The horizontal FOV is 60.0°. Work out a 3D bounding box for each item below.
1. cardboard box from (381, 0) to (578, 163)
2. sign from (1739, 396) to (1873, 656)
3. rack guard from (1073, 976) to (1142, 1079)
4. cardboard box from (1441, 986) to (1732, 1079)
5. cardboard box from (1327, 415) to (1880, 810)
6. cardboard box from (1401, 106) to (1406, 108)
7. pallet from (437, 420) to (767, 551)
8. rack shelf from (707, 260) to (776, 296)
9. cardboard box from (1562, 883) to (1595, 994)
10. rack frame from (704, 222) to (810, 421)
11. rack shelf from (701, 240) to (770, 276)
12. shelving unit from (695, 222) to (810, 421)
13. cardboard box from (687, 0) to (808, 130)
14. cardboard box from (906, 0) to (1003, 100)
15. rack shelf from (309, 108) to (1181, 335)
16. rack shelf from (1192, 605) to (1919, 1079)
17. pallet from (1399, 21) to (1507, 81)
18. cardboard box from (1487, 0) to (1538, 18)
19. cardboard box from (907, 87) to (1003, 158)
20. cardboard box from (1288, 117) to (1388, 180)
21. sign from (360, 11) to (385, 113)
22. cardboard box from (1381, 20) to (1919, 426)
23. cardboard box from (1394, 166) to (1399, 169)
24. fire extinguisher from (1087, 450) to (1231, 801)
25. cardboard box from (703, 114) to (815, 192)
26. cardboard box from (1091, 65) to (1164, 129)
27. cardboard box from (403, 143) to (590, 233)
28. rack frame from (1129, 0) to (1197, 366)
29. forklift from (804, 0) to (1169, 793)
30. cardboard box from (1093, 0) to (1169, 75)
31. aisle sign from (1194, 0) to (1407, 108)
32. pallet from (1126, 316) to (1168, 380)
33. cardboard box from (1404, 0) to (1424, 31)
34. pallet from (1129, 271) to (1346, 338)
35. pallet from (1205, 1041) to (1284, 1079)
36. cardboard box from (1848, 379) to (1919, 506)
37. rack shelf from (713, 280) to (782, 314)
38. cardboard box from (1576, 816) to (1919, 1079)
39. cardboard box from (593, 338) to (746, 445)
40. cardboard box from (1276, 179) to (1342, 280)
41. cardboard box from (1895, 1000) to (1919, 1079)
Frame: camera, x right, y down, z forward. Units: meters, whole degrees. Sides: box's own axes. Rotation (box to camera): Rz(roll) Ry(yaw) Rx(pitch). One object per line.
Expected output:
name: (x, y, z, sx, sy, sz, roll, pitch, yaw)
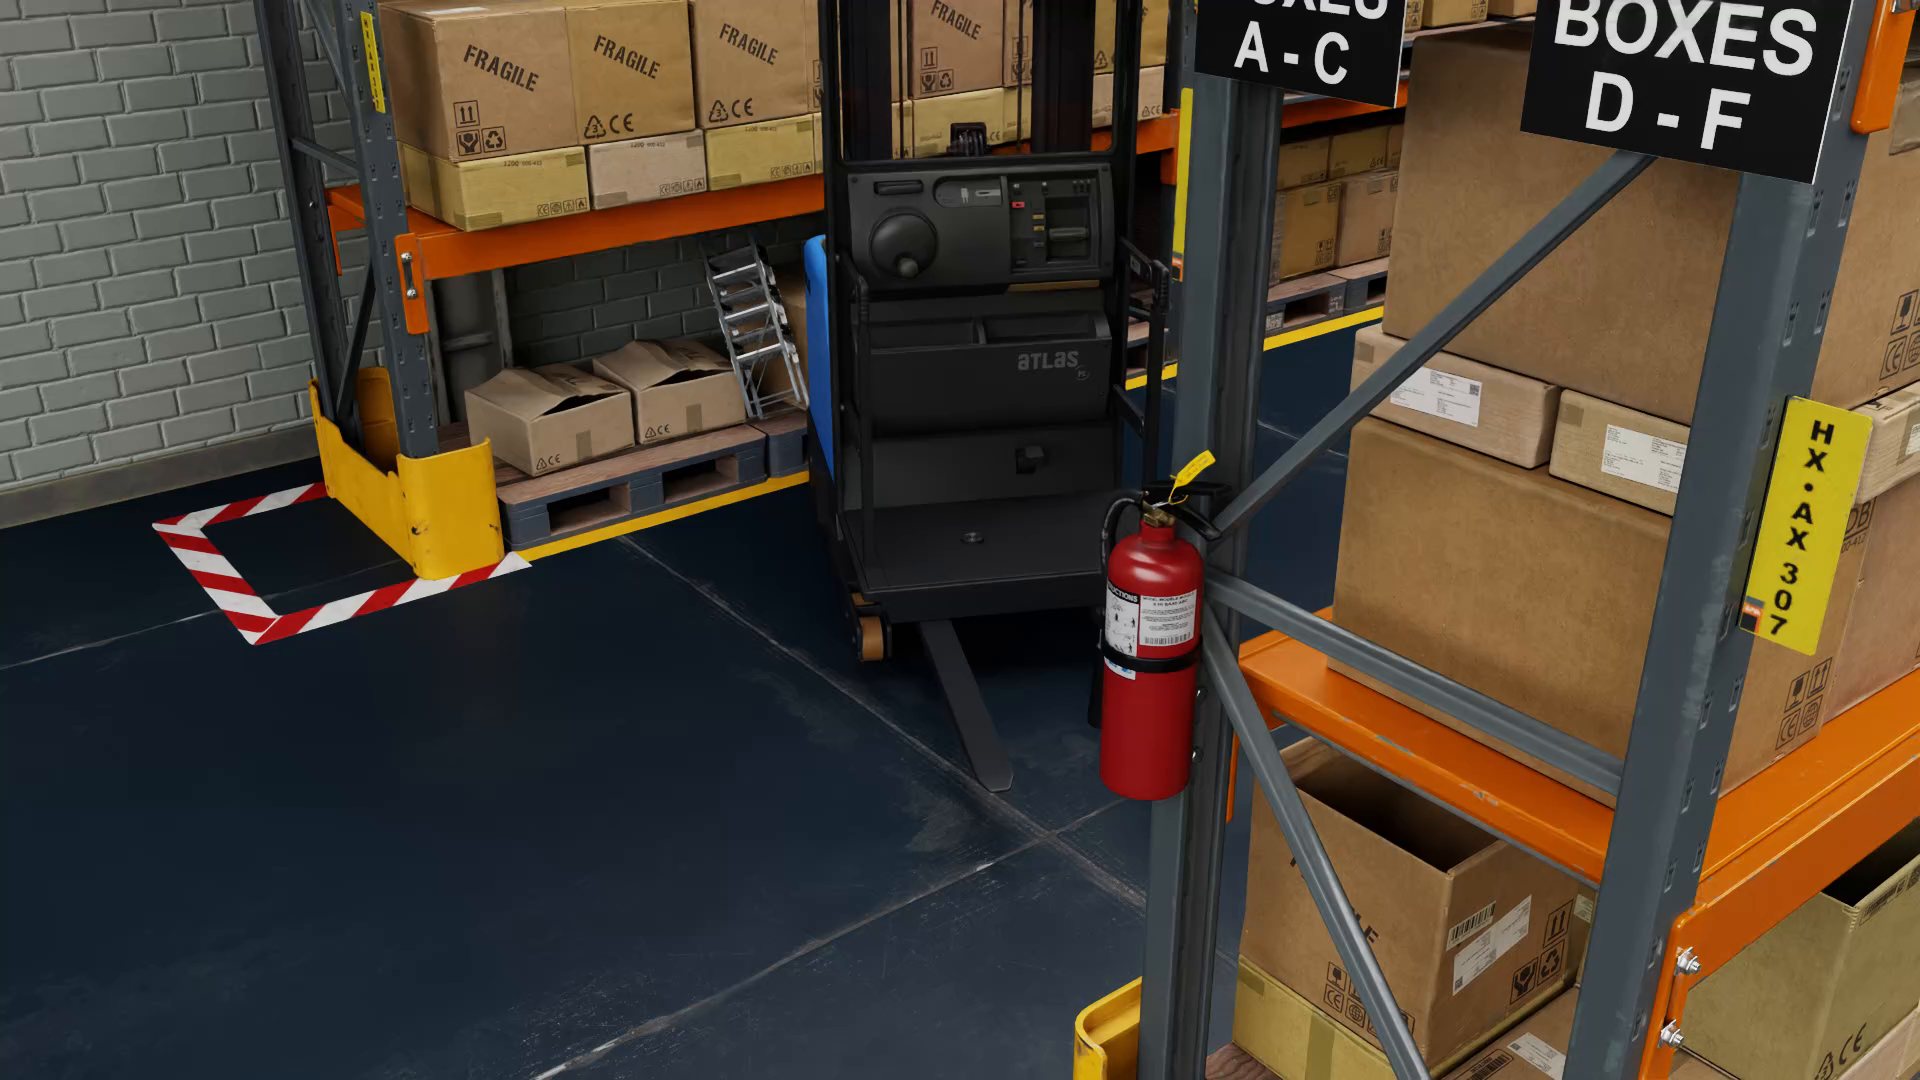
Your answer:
cardboard box: (-1.774, -1.718, 6.152, 0.500, 0.500, 0.500, -18, 31, -34)
sign: (1.063, -0.015, 2.097, 0.005, 0.325, 0.100, -18, 31, -34)
rack guard: (0.706, 1.368, 3.208, 0.348, 0.500, 1.175, -18, 31, -34)
cardboard box: (1.284, 1.219, 3.327, 0.500, 0.250, 0.500, -18, 31, -34)
cardboard box: (1.100, 0.066, 2.927, 0.500, 0.500, 0.700, -18, 31, -34)
cardboard box: (2.939, -2.564, 10.268, 0.500, 0.250, 0.500, -18, 30, -33)
pallet: (-1.614, -0.366, 7.288, 1.213, 0.211, 1.003, -18, 31, -34)
rack shelf: (-0.950, -1.131, 7.244, 0.258, 0.077, 0.200, -17, -1, 6)
cardboard box: (1.351, 0.914, 3.986, 0.500, 0.250, 0.500, -18, 31, -34)
rack frame: (-0.897, -0.992, 7.342, 0.240, 0.900, 0.006, -17, -1, 6)
rack shelf: (-0.975, -1.217, 7.245, 0.258, 0.077, 0.200, -17, -1, 6)
shelving unit: (-0.908, -0.990, 7.241, 0.258, 0.900, 0.210, -17, -1, 6)
cardboard box: (-0.968, -1.975, 6.706, 0.500, 0.500, 0.500, -19, 31, -36)
cardboard box: (-0.160, -2.248, 7.295, 0.500, 0.500, 0.500, -19, 31, -35)
rack shelf: (-0.761, -1.605, 7.500, 4.000, 0.370, 1.077, -18, 31, -34)
rack shelf: (2.299, 0.035, 3.966, 4.000, 0.370, 1.077, -18, 31, -34)
pallet: (2.428, -2.875, 9.610, 1.213, 0.211, 1.003, -18, 31, -34)
cardboard box: (3.174, -3.456, 9.991, 0.500, 0.500, 0.700, -22, 33, -39)
cardboard box: (-0.156, -1.906, 7.449, 0.500, 0.250, 0.500, -18, 31, -34)
cardboard box: (2.134, -2.306, 9.711, 0.500, 0.250, 0.500, -19, 31, -35)
sign: (-2.000, -1.625, 5.660, 0.005, 0.325, 0.100, -18, 31, -34)
cardboard box: (1.142, -0.537, 2.683, 0.500, 0.500, 0.700, -18, 30, -34)
cardboard box: (2.576, -2.118, 10.197, 0.500, 0.500, 0.700, -18, 31, -34)
fire extinguisher: (0.345, 0.140, 2.977, 0.183, 0.674, 0.296, -18, 31, -34)
cardboard box: (-0.950, -1.645, 6.885, 0.500, 0.250, 0.500, -19, 31, -35)
cardboard box: (0.627, -2.169, 8.014, 0.500, 0.250, 0.500, -18, 30, -34)
cardboard box: (-1.755, -1.375, 6.303, 0.500, 0.250, 0.500, -19, 31, -35)
rack frame: (0.813, -2.451, 8.468, 0.127, 3.000, 1.000, -18, 31, -34)
forklift: (0.121, -1.069, 5.573, 1.130, 2.935, 3.031, -5, 25, -10)
cardboard box: (0.632, -2.507, 7.852, 0.500, 0.500, 0.500, -18, 31, -34)
aisle sign: (0.492, -1.031, 2.321, 0.004, 0.787, 0.394, -18, 31, -34)
pallet: (0.306, -1.000, 8.654, 1.213, 0.211, 1.003, -18, 31, -34)
cardboard box: (2.178, -3.141, 9.314, 0.500, 0.500, 0.700, -14, 28, -27)
pallet: (1.425, -1.389, 9.492, 1.213, 0.211, 1.003, -18, 31, -34)
pallet: (1.301, 1.280, 3.741, 1.213, 0.211, 1.003, -18, 31, -34)
cardboard box: (1.373, -0.212, 2.754, 0.250, 0.149, 0.380, -19, 31, -35)
rack shelf: (-0.924, -1.045, 7.242, 0.258, 0.077, 0.200, -17, -1, 6)
cardboard box: (1.677, 0.748, 3.451, 0.500, 0.500, 0.500, -18, 31, -34)
cardboard box: (-1.286, -0.690, 7.345, 0.500, 0.311, 0.500, -15, 29, -30)
cardboard box: (1.758, -1.864, 9.651, 0.500, 0.500, 0.700, -19, 31, -35)
cardboard box: (2.069, 0.958, 3.889, 0.500, 0.250, 0.500, -18, 31, -34)
